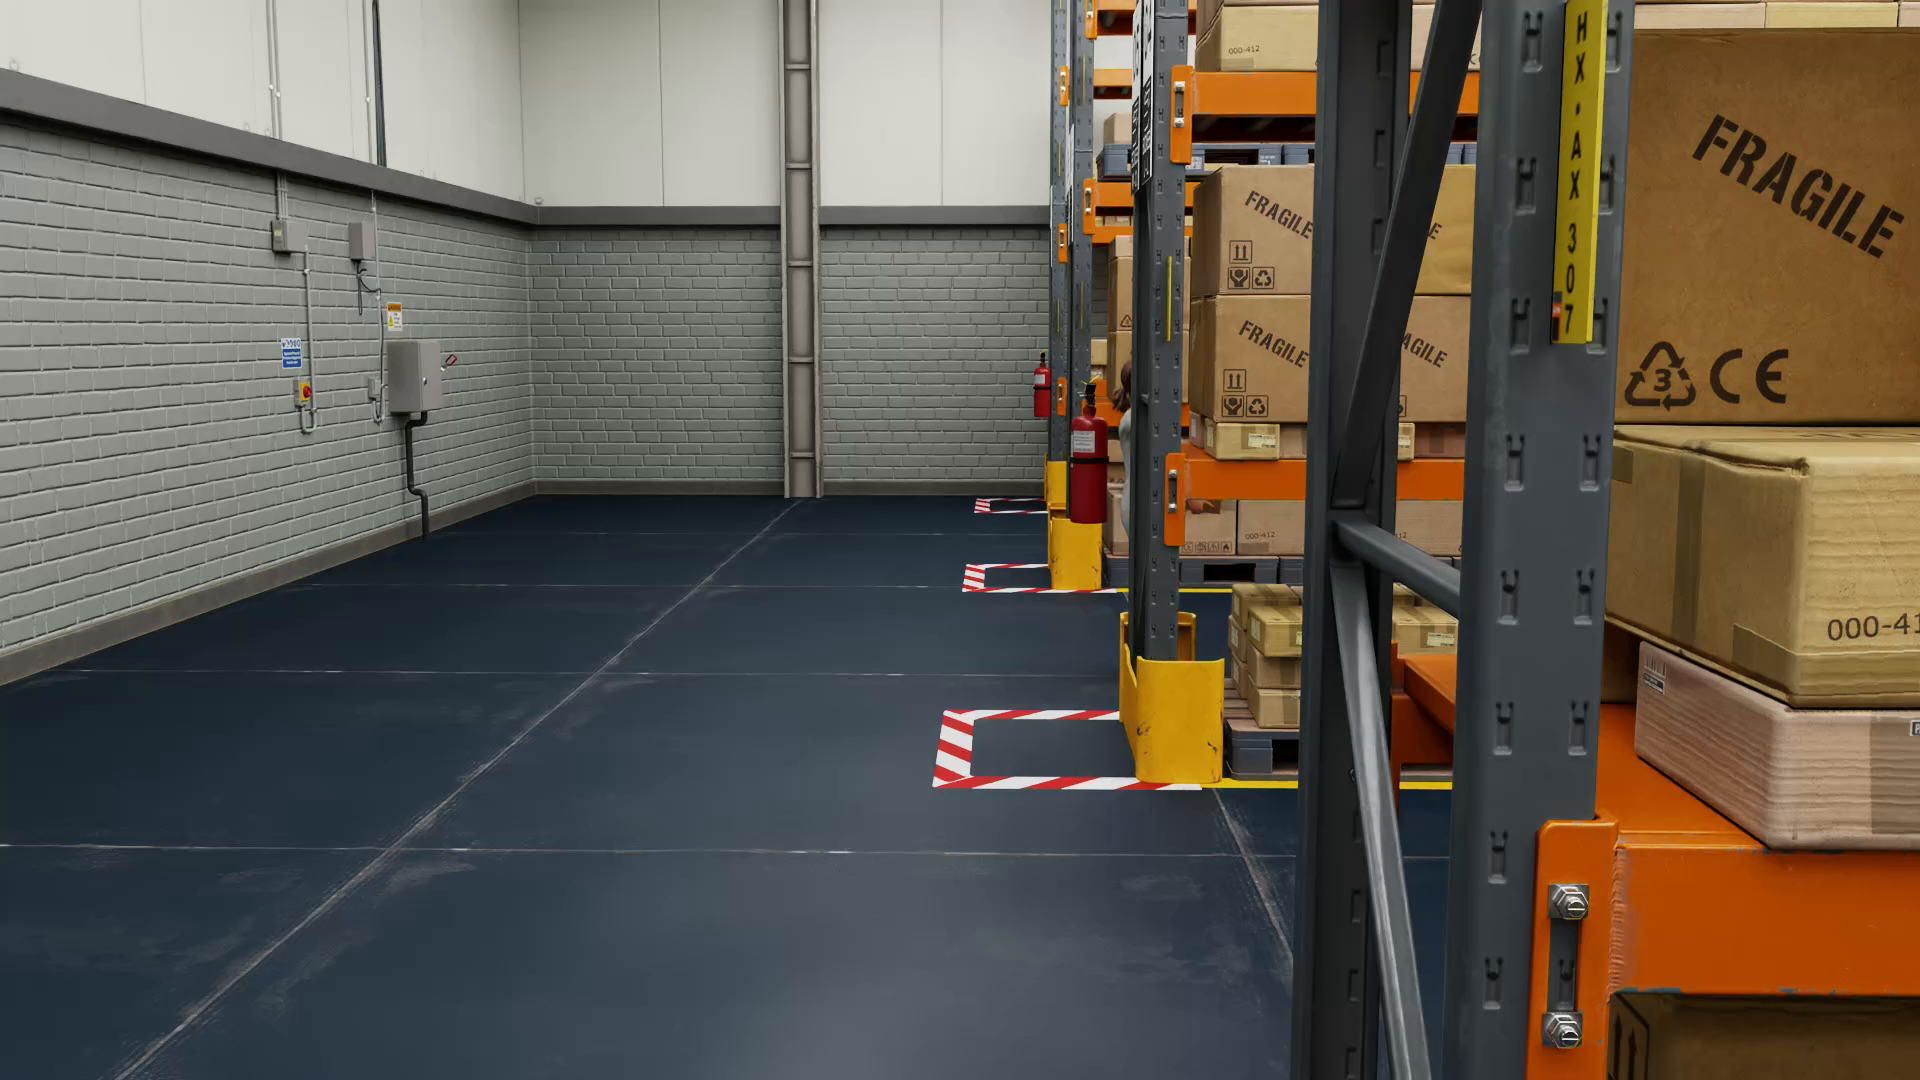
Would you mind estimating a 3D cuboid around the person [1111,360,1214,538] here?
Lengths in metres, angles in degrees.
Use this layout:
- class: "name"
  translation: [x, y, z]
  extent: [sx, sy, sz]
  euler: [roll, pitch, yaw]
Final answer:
- class: "person"
  translation: [1.058, -0.116, 8.732]
  extent: [0.548, 1.667, 0.434]
  euler: [1, 7, 10]
